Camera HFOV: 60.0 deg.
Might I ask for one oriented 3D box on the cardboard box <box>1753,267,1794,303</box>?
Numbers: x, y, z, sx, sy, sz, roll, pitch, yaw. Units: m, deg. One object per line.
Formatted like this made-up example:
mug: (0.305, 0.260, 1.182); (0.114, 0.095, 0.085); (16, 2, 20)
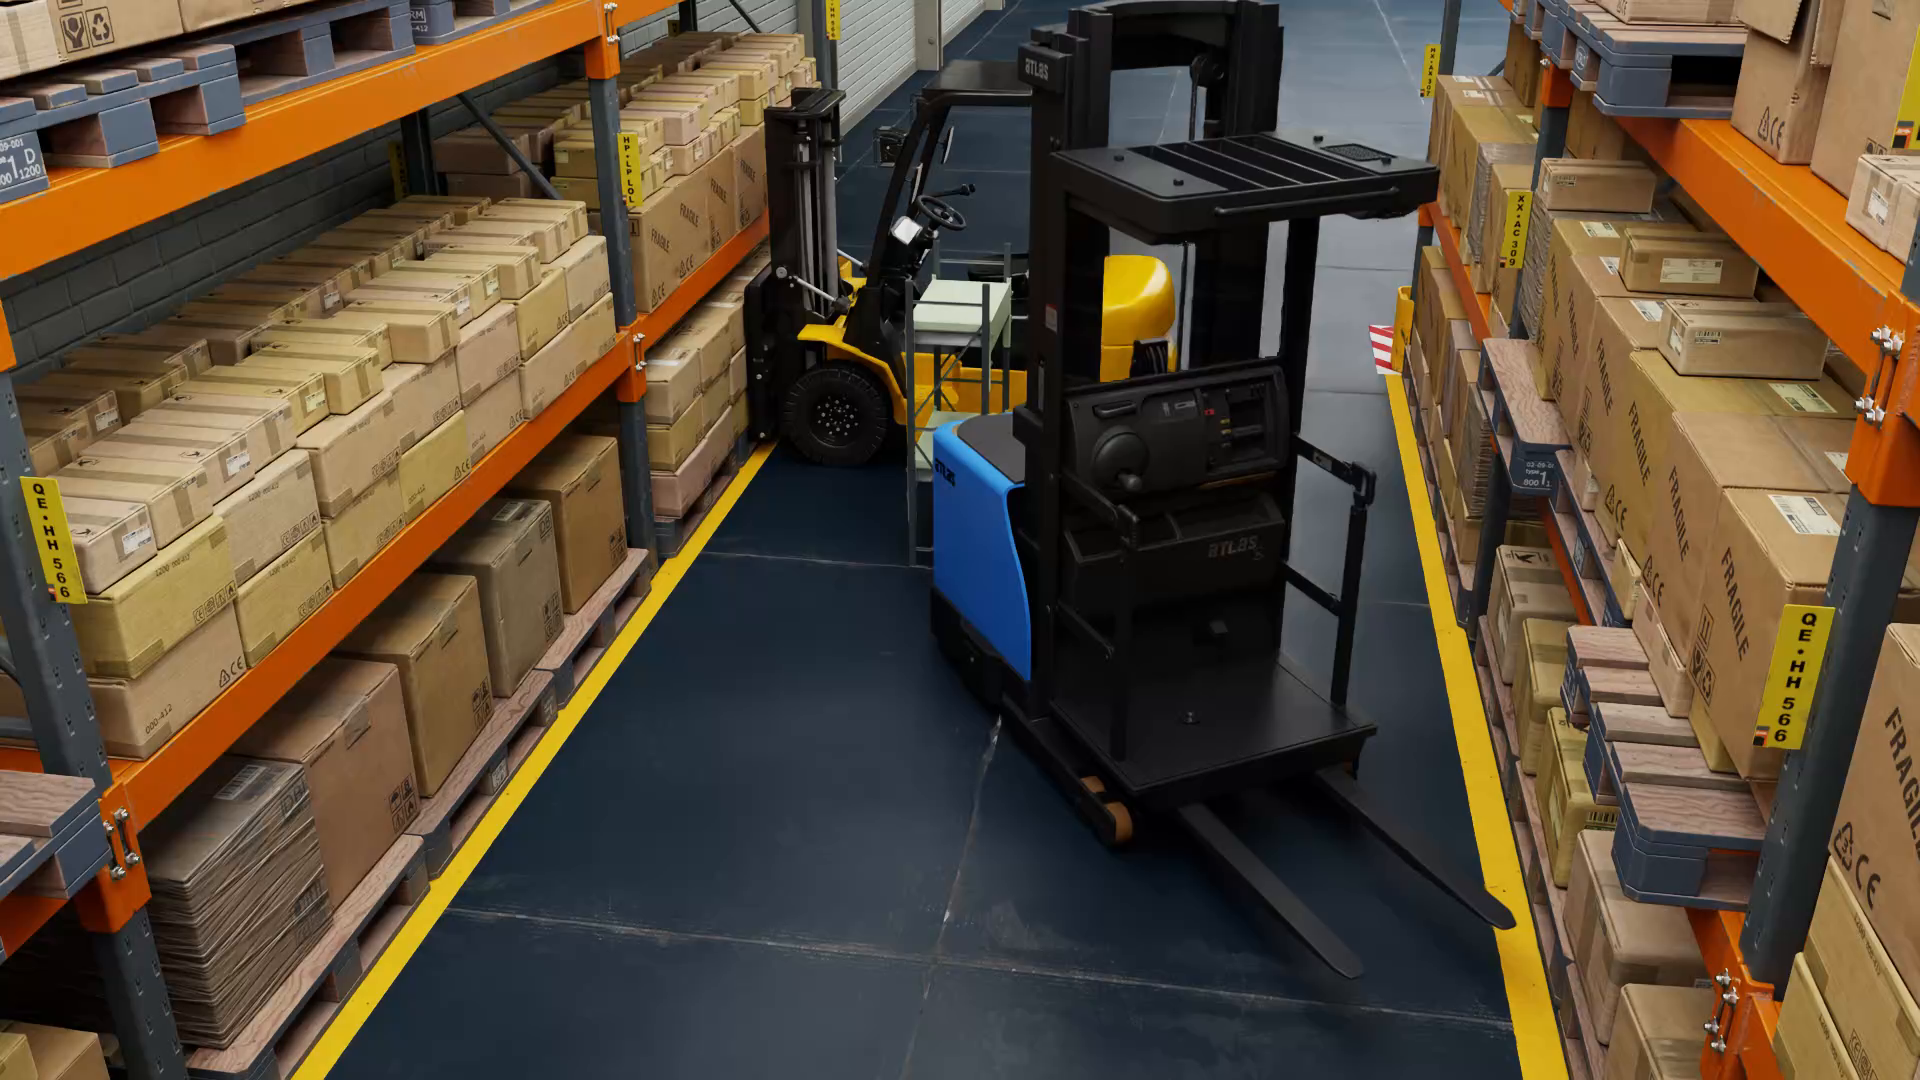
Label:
cardboard box: (2.850, -0.611, 5.552); (0.500, 0.500, 0.500); (5, 26, 10)

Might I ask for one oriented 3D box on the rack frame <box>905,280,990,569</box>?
rack frame: (-0.059, -0.529, 8.111); (0.400, 1.500, 0.023); (4, 25, 9)

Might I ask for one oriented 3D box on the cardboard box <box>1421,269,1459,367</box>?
cardboard box: (3.034, -1.283, 9.815); (0.500, 0.500, 0.500); (3, 25, 7)

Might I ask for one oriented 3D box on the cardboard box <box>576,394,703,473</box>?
cardboard box: (-1.645, -0.567, 8.581); (0.500, 0.250, 0.500); (4, 25, 8)

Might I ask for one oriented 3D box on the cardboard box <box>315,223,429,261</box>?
cardboard box: (-2.435, -1.209, 6.911); (0.380, 0.149, 0.250); (4, 25, 8)

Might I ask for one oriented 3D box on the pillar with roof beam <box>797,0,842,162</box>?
pillar with roof beam: (2.850, -7.587, 14.344); (9.100, 9.000, 0.400); (4, 25, 9)

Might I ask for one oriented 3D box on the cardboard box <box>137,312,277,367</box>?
cardboard box: (-2.597, -0.674, 5.769); (0.380, 0.149, 0.250); (5, 25, 10)

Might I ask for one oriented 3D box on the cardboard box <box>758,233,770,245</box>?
cardboard box: (-1.220, -1.857, 10.748); (0.500, 0.250, 0.500); (4, 25, 9)

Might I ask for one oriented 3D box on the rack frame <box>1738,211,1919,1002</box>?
rack frame: (2.212, 0.800, 3.502); (0.949, 2.616, 0.053); (4, 25, 9)

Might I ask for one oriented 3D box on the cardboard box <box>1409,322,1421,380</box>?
cardboard box: (3.118, -1.172, 10.463); (0.500, 0.250, 0.500); (4, 25, 8)

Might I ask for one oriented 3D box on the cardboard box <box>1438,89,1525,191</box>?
cardboard box: (3.090, -2.330, 9.720); (0.500, 0.500, 0.500); (5, 26, 10)

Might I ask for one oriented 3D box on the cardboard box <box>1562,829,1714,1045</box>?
cardboard box: (2.430, 1.256, 5.133); (0.950, 0.372, 0.625); (4, 25, 8)

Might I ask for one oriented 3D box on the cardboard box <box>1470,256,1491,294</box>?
cardboard box: (2.784, -1.339, 8.369); (0.380, 0.149, 0.250); (4, 25, 8)

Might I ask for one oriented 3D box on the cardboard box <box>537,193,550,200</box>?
cardboard box: (-2.222, -1.467, 8.227); (0.500, 0.500, 0.500); (4, 25, 8)

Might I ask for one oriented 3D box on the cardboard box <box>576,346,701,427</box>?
cardboard box: (-1.640, -0.793, 8.474); (0.500, 0.250, 0.500); (4, 25, 8)

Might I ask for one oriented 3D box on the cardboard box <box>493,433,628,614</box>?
cardboard box: (-2.103, -0.110, 7.753); (0.875, 0.625, 0.625); (5, 26, 11)

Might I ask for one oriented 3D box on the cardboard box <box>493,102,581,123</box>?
cardboard box: (-2.183, -2.166, 8.604); (0.380, 0.149, 0.250); (4, 25, 7)

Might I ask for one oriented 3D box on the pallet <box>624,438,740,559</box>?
pallet: (-1.857, -0.281, 9.102); (1.003, 0.211, 1.213); (4, 25, 9)

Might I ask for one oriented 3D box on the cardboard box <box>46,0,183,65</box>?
cardboard box: (-2.323, -1.467, 4.077); (0.500, 0.500, 0.500); (4, 25, 9)

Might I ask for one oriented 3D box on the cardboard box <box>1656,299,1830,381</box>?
cardboard box: (2.204, -0.567, 4.694); (0.380, 0.149, 0.250); (3, 25, 6)

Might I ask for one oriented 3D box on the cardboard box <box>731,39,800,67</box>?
cardboard box: (-1.235, -3.092, 10.583); (0.380, 0.149, 0.250); (4, 25, 9)

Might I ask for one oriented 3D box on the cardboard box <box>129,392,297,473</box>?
cardboard box: (-2.250, -0.325, 5.023); (0.380, 0.149, 0.250); (4, 25, 9)

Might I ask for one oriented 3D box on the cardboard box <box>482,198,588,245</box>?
cardboard box: (-1.865, -1.395, 7.310); (0.380, 0.149, 0.250); (5, 26, 10)

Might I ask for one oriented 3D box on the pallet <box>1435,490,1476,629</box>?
pallet: (2.944, 0.107, 8.272); (1.003, 0.211, 1.213); (4, 25, 9)

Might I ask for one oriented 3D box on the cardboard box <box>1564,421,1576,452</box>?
cardboard box: (2.363, -0.407, 5.882); (0.380, 0.149, 0.250); (4, 25, 9)

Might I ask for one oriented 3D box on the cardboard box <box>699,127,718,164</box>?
cardboard box: (-1.503, -2.096, 8.806); (0.380, 0.149, 0.250); (4, 25, 8)

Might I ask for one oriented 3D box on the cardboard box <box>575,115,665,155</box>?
cardboard box: (-1.697, -2.024, 8.302); (0.380, 0.149, 0.250); (4, 25, 8)

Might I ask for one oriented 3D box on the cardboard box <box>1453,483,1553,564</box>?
cardboard box: (2.700, -0.083, 8.137); (0.500, 0.250, 0.500); (5, 26, 11)

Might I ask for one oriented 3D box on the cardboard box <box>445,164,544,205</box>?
cardboard box: (-2.229, -1.706, 7.973); (0.380, 0.149, 0.250); (4, 25, 8)

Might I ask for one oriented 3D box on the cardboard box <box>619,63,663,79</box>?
cardboard box: (-1.959, -2.700, 9.746); (0.380, 0.149, 0.250); (3, 25, 7)

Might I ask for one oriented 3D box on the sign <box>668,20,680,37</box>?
sign: (-1.921, -3.357, 11.268); (0.100, 0.325, 0.005); (4, 25, 9)

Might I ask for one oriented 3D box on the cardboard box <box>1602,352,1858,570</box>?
cardboard box: (2.170, -0.207, 4.690); (0.500, 0.500, 0.500); (2, 25, 5)

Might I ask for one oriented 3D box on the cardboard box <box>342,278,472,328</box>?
cardboard box: (-2.045, -0.859, 6.164); (0.380, 0.149, 0.250); (4, 25, 9)

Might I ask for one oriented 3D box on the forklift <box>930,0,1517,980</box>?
forklift: (0.925, -0.381, 6.106); (1.130, 2.935, 3.031); (-11, 27, -22)

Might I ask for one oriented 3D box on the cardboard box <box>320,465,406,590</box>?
cardboard box: (-2.204, -0.068, 5.535); (0.500, 0.250, 0.500); (3, 25, 7)

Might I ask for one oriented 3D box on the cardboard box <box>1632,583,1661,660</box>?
cardboard box: (2.055, 0.240, 4.499); (0.380, 0.149, 0.250); (3, 25, 6)

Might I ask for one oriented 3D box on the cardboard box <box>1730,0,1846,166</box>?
cardboard box: (2.436, -1.245, 4.211); (0.797, 0.503, 0.637); (4, 25, 9)

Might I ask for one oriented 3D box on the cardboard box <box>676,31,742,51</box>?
cardboard box: (-1.640, -3.236, 10.891); (0.380, 0.149, 0.250); (4, 25, 8)

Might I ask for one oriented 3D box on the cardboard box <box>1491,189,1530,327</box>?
cardboard box: (2.696, -1.255, 7.425); (0.500, 0.500, 0.500); (3, 25, 7)

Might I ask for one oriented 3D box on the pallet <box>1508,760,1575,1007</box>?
pallet: (2.546, 1.228, 5.877); (1.003, 0.211, 1.213); (4, 25, 9)

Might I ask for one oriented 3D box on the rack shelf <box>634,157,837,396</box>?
rack shelf: (-1.702, -1.725, 9.746); (1.077, 0.370, 4.000); (4, 25, 9)

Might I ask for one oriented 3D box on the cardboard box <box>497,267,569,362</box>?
cardboard box: (-1.933, -0.934, 6.795); (0.500, 0.250, 0.500); (3, 25, 7)

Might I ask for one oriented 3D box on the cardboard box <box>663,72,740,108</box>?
cardboard box: (-1.470, -2.555, 9.436); (0.380, 0.149, 0.250); (4, 25, 9)

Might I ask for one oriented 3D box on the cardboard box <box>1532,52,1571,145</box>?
cardboard box: (3.364, -2.319, 8.517); (0.700, 0.500, 0.500); (4, 25, 8)

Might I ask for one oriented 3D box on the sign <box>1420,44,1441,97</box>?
sign: (2.987, -2.975, 10.546); (0.100, 0.325, 0.005); (4, 25, 9)

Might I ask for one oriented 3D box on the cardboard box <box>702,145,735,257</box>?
cardboard box: (-1.548, -1.858, 9.064); (0.500, 0.500, 0.500); (4, 25, 8)

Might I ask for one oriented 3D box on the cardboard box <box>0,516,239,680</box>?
cardboard box: (-2.344, 0.133, 4.515); (0.500, 0.250, 0.500); (4, 25, 8)

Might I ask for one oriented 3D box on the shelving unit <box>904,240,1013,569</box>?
shelving unit: (0.001, -0.682, 8.438); (0.431, 1.500, 0.755); (4, 25, 9)

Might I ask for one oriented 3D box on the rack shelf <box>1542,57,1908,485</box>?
rack shelf: (2.542, -1.069, 4.805); (1.077, 0.370, 4.000); (4, 25, 9)

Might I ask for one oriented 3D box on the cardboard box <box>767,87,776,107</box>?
cardboard box: (-1.319, -2.631, 9.950); (0.380, 0.149, 0.250); (3, 25, 7)

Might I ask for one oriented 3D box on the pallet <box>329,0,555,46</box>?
pallet: (-2.160, -2.117, 6.421); (0.805, 0.209, 1.217); (3, 25, 6)
